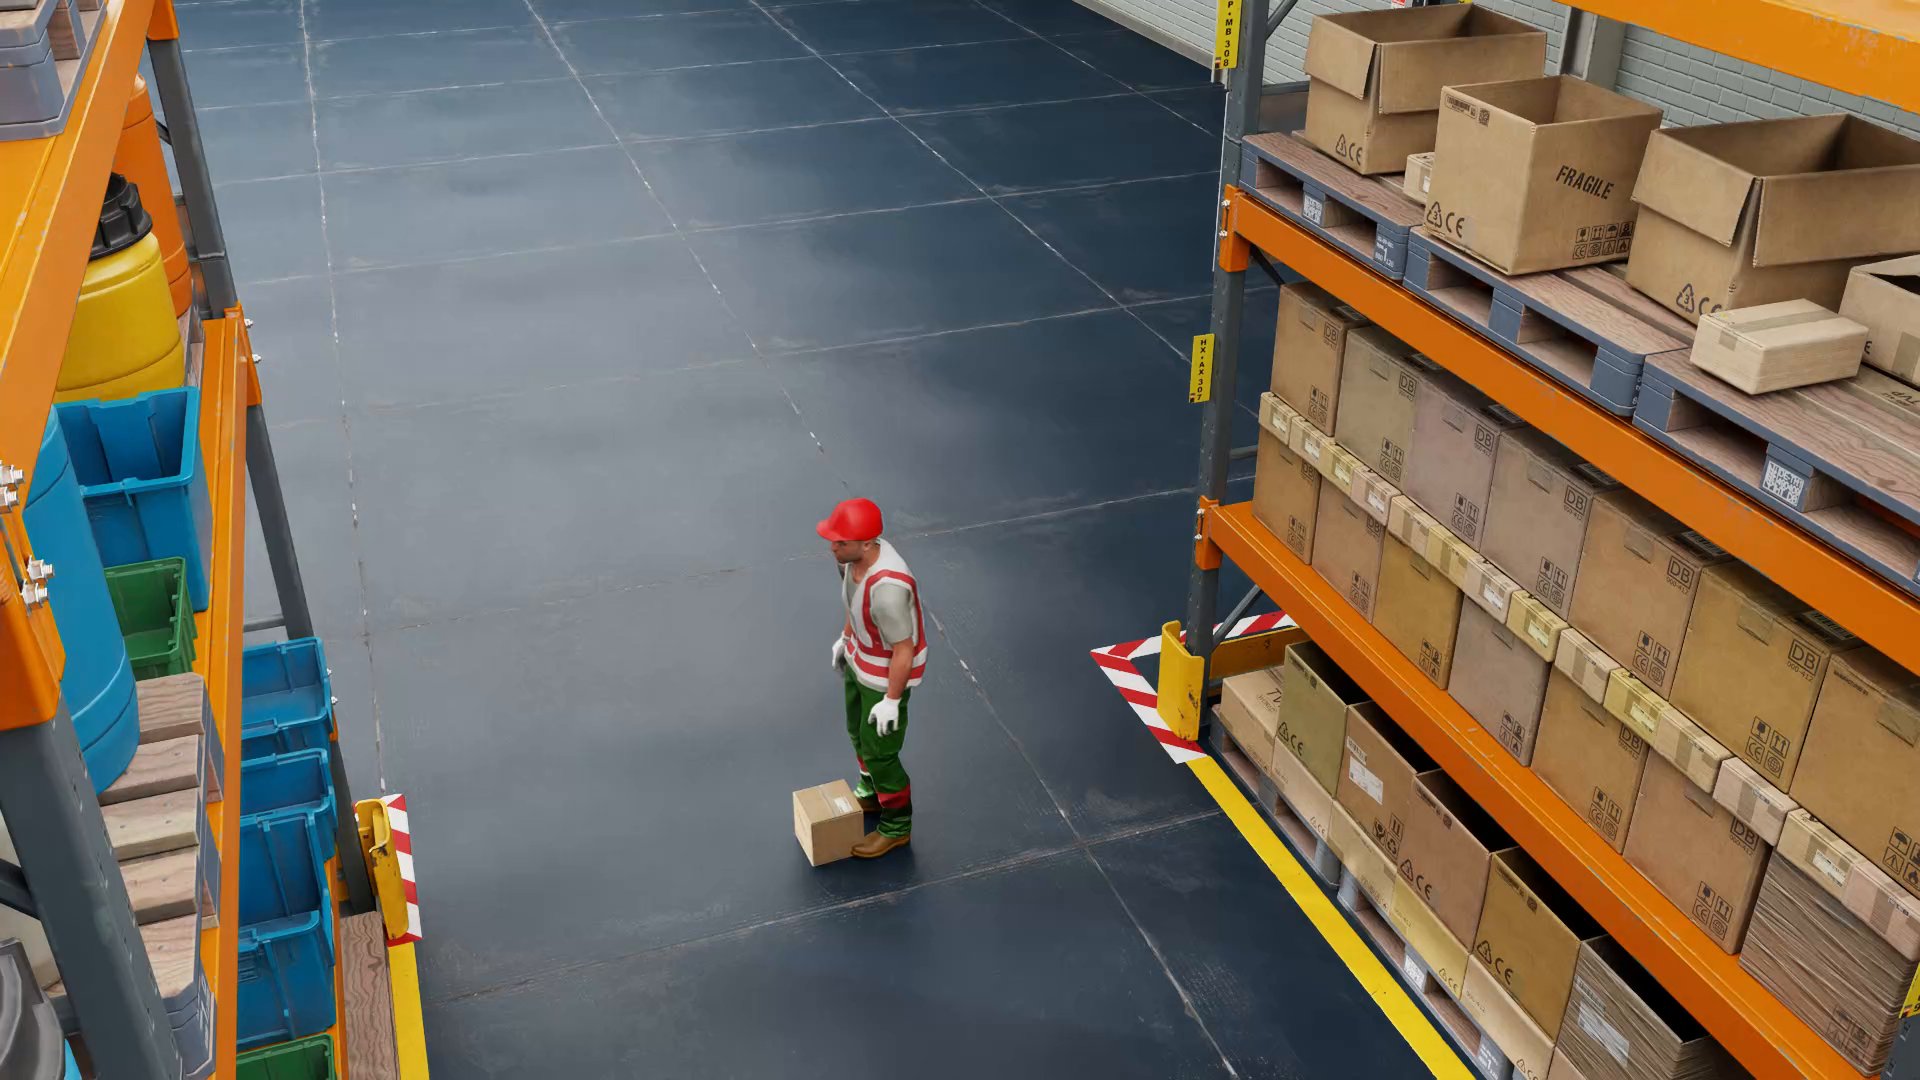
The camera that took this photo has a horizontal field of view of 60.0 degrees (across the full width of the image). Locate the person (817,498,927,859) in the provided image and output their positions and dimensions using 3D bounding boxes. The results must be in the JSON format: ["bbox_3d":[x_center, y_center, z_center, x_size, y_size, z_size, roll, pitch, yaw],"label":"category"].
[{"bbox_3d":[-0.387,0.589,7.293,0.447,1.780,0.623,-12,32,-20],"label":"person"}]
